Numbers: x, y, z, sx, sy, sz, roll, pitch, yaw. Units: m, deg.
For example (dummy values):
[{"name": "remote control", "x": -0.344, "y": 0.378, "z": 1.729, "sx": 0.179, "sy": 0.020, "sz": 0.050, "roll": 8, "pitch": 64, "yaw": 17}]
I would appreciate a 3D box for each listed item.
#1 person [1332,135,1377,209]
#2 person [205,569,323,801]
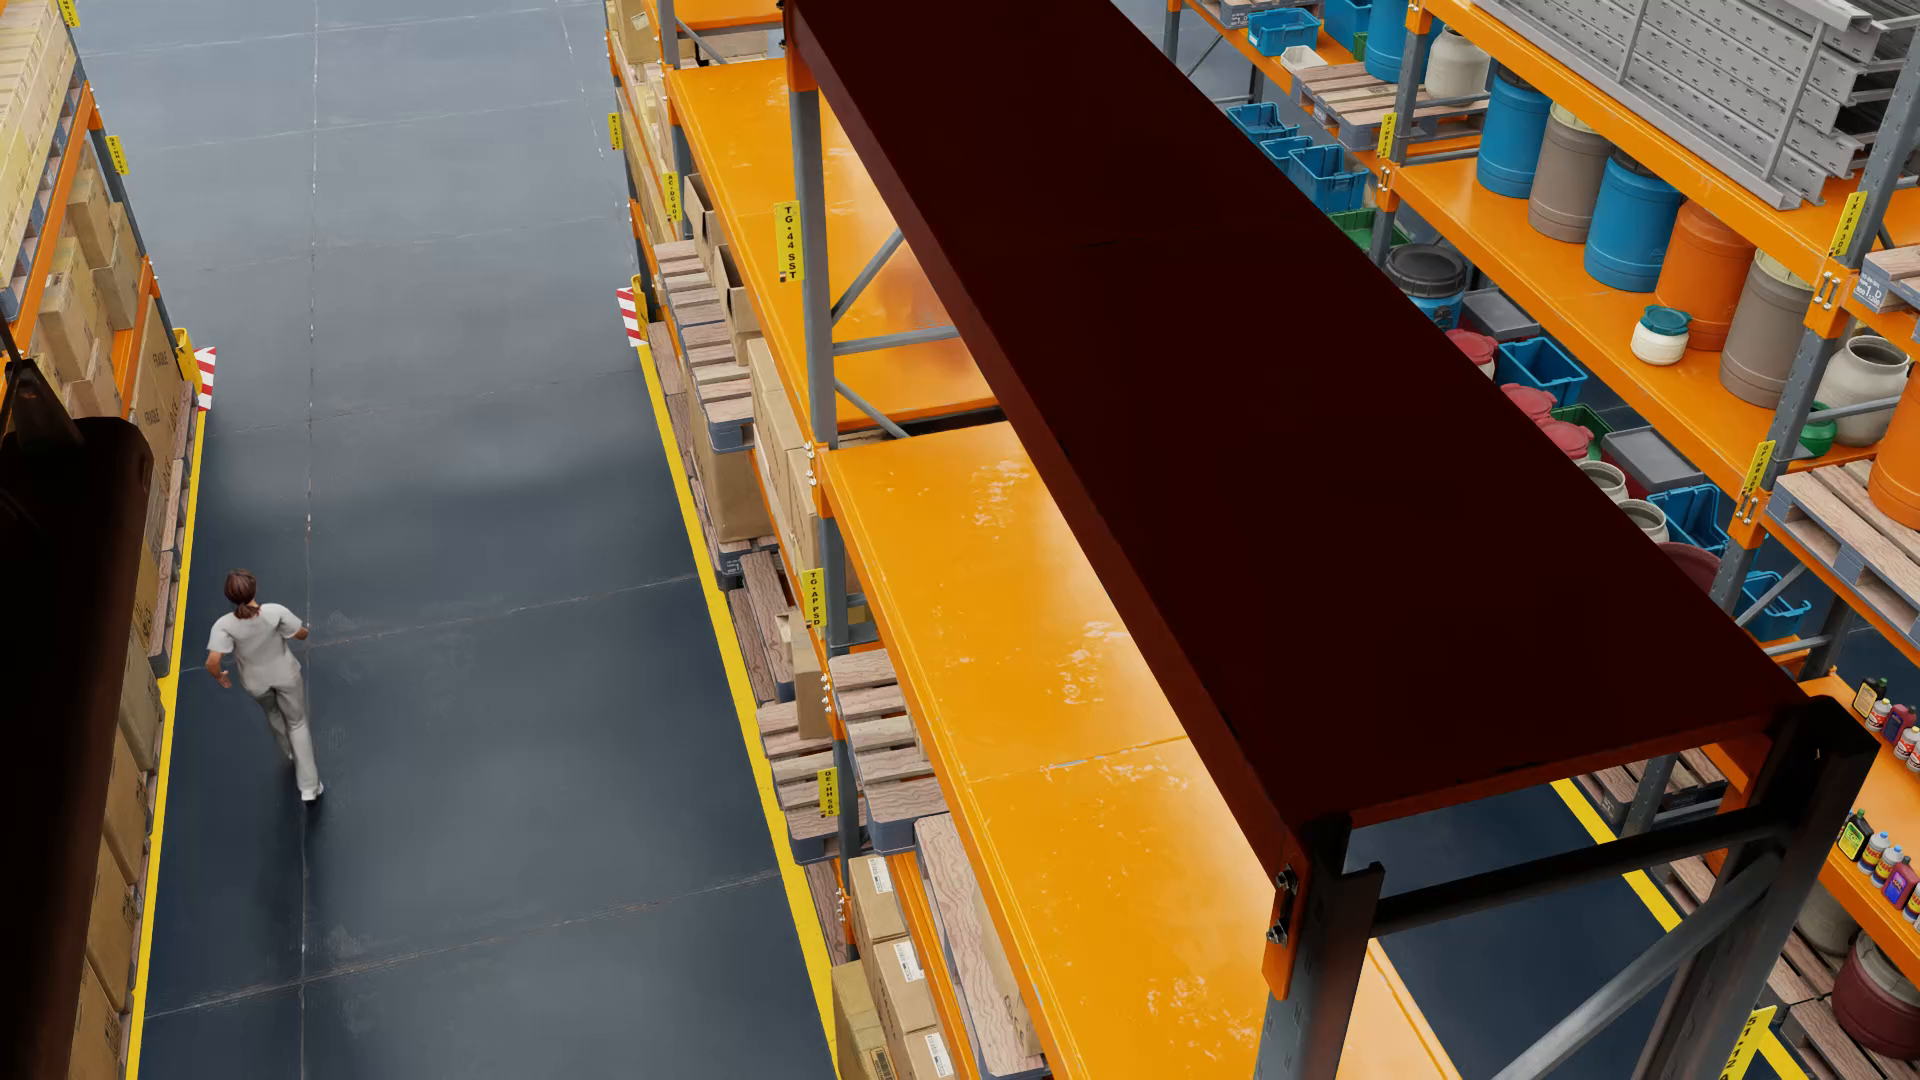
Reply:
[{"name": "person", "x": 3.807, "y": -3.769, "z": 16.207, "sx": 0.683, "sy": 1.788, "sz": 0.813, "roll": -31, "pitch": 48, "yaw": -33}, {"name": "person", "x": -4.281, "y": 0.909, "z": 10.344, "sx": 0.581, "sy": 1.725, "sz": 0.814, "roll": -12, "pitch": 40, "yaw": -15}]
